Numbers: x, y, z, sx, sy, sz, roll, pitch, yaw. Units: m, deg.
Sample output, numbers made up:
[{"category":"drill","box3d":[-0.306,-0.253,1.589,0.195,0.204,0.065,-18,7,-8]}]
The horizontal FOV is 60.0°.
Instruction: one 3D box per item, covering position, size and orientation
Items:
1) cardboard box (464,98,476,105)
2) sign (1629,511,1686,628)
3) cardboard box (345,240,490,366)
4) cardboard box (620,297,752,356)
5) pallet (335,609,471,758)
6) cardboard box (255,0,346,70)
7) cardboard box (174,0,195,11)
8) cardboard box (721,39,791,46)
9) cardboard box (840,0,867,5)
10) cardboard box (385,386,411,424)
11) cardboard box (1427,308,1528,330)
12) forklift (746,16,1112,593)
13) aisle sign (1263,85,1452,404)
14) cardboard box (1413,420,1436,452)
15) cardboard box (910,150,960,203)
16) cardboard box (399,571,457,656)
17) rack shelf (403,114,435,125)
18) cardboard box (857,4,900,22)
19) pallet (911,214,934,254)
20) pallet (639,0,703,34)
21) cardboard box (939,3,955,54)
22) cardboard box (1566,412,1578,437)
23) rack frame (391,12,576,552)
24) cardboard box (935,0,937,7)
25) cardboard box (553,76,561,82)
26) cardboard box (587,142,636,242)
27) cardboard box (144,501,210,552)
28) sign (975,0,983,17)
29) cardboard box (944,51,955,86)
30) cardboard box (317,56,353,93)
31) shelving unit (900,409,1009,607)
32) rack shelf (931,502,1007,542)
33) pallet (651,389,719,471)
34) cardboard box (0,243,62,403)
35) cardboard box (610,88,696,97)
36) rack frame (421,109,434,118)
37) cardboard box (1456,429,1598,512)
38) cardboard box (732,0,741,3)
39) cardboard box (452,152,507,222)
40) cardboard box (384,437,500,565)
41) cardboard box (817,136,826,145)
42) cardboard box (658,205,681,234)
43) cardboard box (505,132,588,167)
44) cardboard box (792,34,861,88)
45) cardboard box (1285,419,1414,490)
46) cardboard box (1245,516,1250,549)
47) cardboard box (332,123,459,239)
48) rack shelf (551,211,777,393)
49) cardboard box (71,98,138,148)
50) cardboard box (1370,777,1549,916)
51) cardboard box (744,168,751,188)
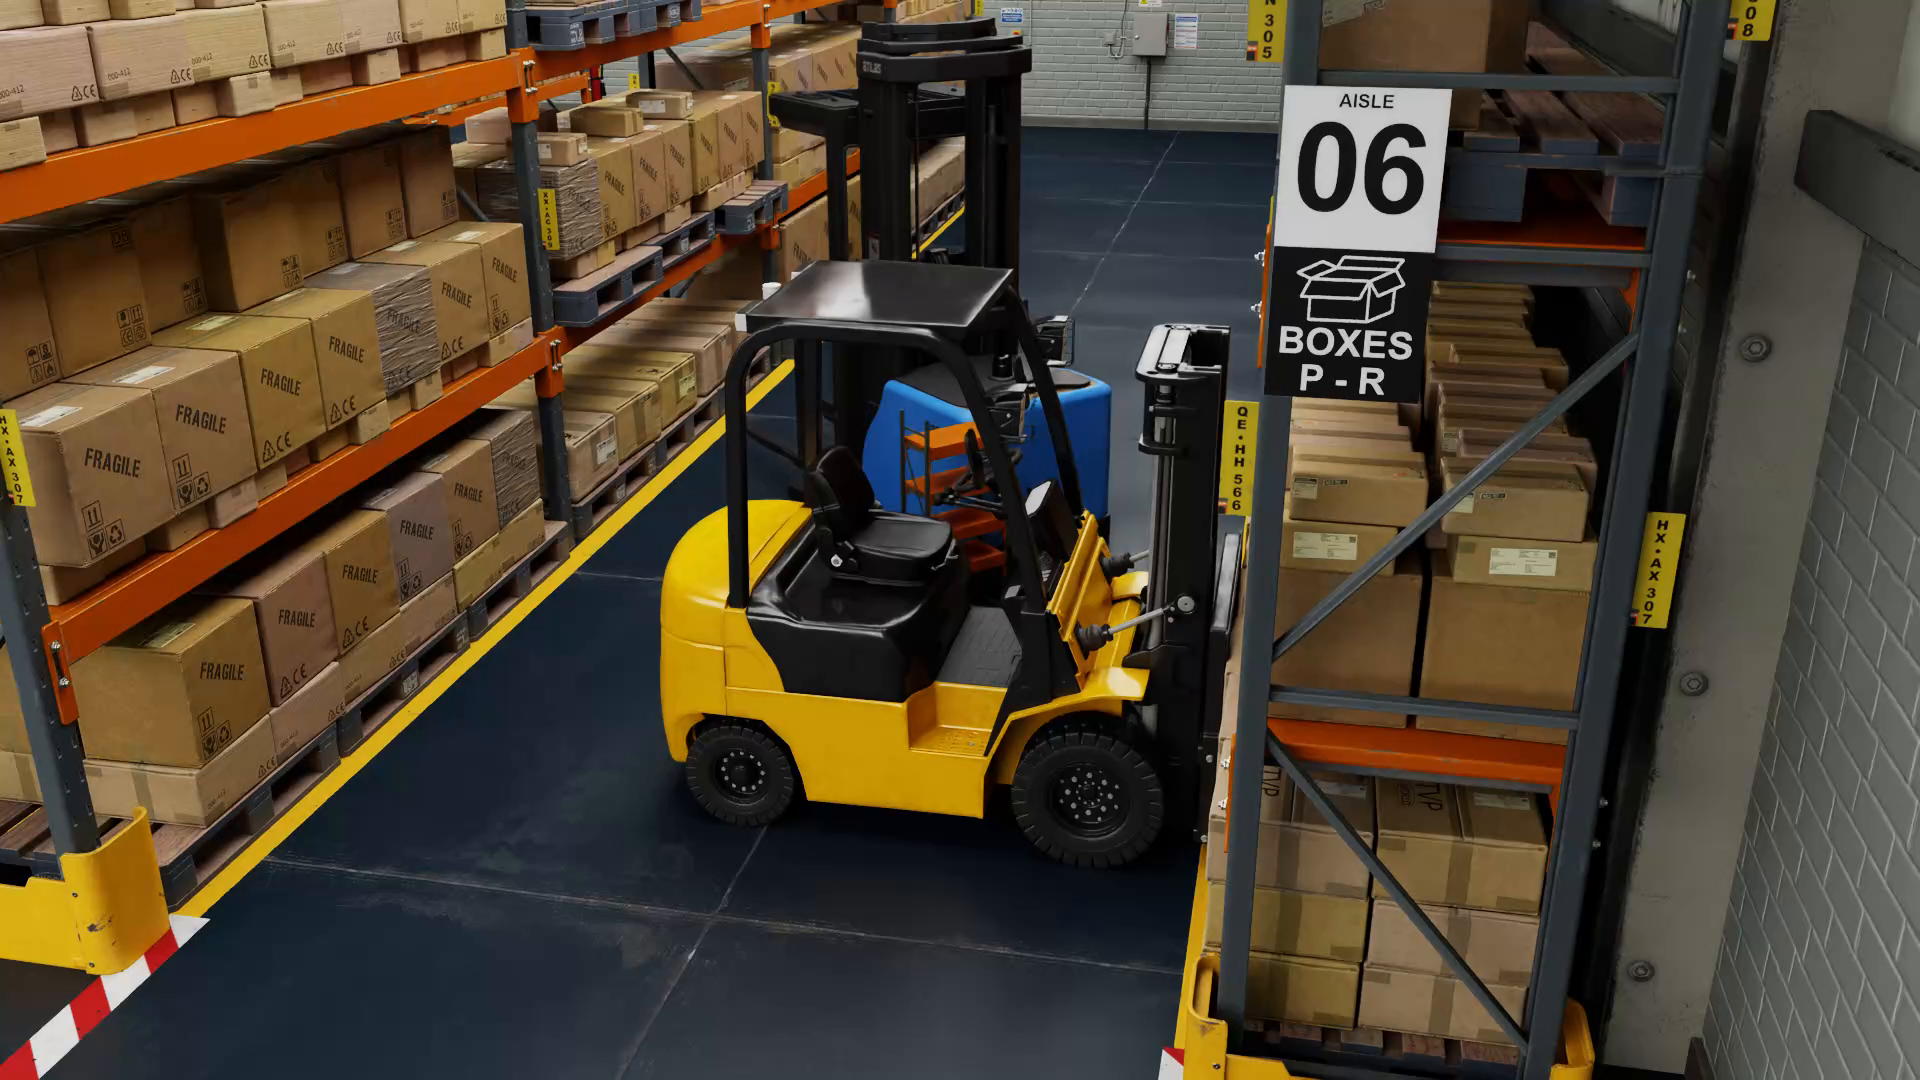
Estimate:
[{"category":"cardboard box","box3d":[-5.567,-4.895,18.329,0.380,0.149,0.250,3,22,9]},{"category":"sign","box3d":[1.830,0.080,4.375,0.100,0.325,0.005,4,22,11]},{"category":"cardboard box","box3d":[-2.701,-1.180,8.237,0.500,0.500,0.500,5,23,13]},{"category":"cardboard box","box3d":[-2.064,-1.599,12.764,0.950,0.372,0.625,3,22,7]},{"category":"pallet","box3d":[-3.105,0.623,8.023,1.003,0.211,1.213,4,22,11]},{"category":"cardboard box","box3d":[-2.891,-2.087,6.807,0.500,0.250,0.500,5,22,12]},{"category":"cardboard box","box3d":[-3.071,-2.026,6.124,0.380,0.149,0.250,4,22,11]},{"category":"cardboard box","box3d":[-1.775,-4.102,14.551,0.500,0.500,0.500,4,22,10]},{"category":"cardboard box","box3d":[-1.151,-5.418,16.952,0.380,0.149,0.250,4,22,11]},{"category":"cardboard box","box3d":[-2.808,-0.646,7.778,0.380,0.149,0.250,4,22,10]},{"category":"cardboard box","box3d":[1.960,-0.778,6.371,0.380,0.149,0.250,5,22,12]},{"category":"forklift","box3d":[-0.405,-1.567,9.822,1.130,2.935,3.031,-15,26,-32]},{"category":"aisle sign","box3d":[0.987,-0.730,4.172,0.394,0.787,0.004,4,22,11]},{"category":"cardboard box","box3d":[1.844,-0.109,5.975,0.500,0.500,0.500,4,22,10]},{"category":"cardboard box","box3d":[-0.522,-4.177,19.077,0.875,0.438,0.875,5,22,12]},{"category":"cardboard box","box3d":[-2.820,0.332,8.131,0.500,0.250,0.500,5,22,12]},{"category":"rack shelf","box3d":[-6.398,-3.567,15.658,1.077,0.370,4.000,4,22,11]},{"category":"cardboard box","box3d":[-0.805,-5.199,16.406,0.380,0.149,0.250,4,22,10]},{"category":"pallet","box3d":[-0.891,-3.270,17.692,1.003,0.211,1.213,4,22,11]},{"category":"pallet","box3d":[-2.317,-3.268,10.188,1.213,0.211,1.003,4,22,11]},{"category":"cardboard box","box3d":[-0.354,-5.696,18.510,0.500,0.500,0.500,4,22,11]},{"category":"cardboard box","box3d":[1.892,-0.344,5.690,0.380,0.149,0.250,5,22,11]},{"category":"rack frame","box3d":[-2.755,-1.366,9.230,1.000,3.000,0.127,4,22,11]},{"category":"cardboard box","box3d":[-0.463,-5.854,18.033,0.380,0.149,0.250,5,23,13]},{"category":"cardboard box","box3d":[-5.087,-5.657,20.221,0.380,0.149,0.250,4,22,10]},{"category":"cardboard box","box3d":[-2.277,-2.078,9.904,0.500,0.500,0.500,5,22,11]},{"category":"cardboard box","box3d":[-3.129,-0.079,6.372,0.380,0.149,0.250,4,22,9]},{"category":"sign","box3d":[0.222,-6.355,19.751,0.100,0.325,0.005,4,22,11]},{"category":"cardboard box","box3d":[-0.359,-5.233,18.699,0.500,0.500,0.500,5,22,12]},{"category":"cardboard box","box3d":[-2.881,-2.039,7.221,0.380,0.149,0.250,5,22,12]},{"category":"shelving unit","box3d":[-0.026,-0.108,8.515,0.503,1.200,0.258,-15,26,-33]},{"category":"rack shelf","box3d":[-0.026,-0.045,8.540,0.480,0.148,0.258,-15,26,-33]},{"category":"pallet","box3d":[-2.351,-0.805,11.570,1.003,0.211,1.213,4,22,11]},{"category":"cardboard box","box3d":[-3.681,-0.755,5.842,0.700,0.500,0.500,4,22,10]},{"category":"cardboard box","box3d":[-2.258,-3.061,12.345,0.500,0.500,0.500,4,22,9]},{"category":"rack frame","box3d":[-5.990,-4.632,17.340,1.000,3.000,0.127,4,22,11]},{"category":"cardboard box","box3d":[1.681,-0.210,4.961,0.380,0.149,0.250,5,23,13]},{"category":"cardboard box","box3d":[-1.798,-3.973,12.023,0.380,0.149,0.250,4,22,11]},{"category":"cardboard box","box3d":[-2.886,-1.932,9.541,0.500,0.500,0.500,4,22,10]},{"category":"cardboard box","box3d":[-2.716,-0.210,8.475,0.500,0.500,0.500,5,22,12]},{"category":"cardboard box","box3d":[-1.374,-3.528,14.130,0.500,0.250,0.500,4,22,11]},{"category":"cardboard box","box3d":[-2.040,-2.097,10.819,0.380,0.149,0.250,5,23,13]},{"category":"cardboard box","box3d":[-2.313,-2.191,9.317,0.380,0.149,0.250,4,22,11]},{"category":"cardboard box","box3d":[-1.189,-4.246,14.908,0.500,0.500,0.500,5,23,13]},{"category":"cardboard box","box3d":[1.175,-0.251,5.061,0.380,0.149,0.250,4,22,11]},{"category":"cardboard box","box3d":[1.584,-0.033,7.700,0.500,0.250,0.500,4,22,11]},{"category":"cardboard box","box3d":[-3.058,-1.870,8.611,0.700,0.500,0.500,4,22,10]},{"category":"rack shelf","box3d":[-2.347,-1.764,11.181,1.077,0.370,4.000,4,22,11]},{"category":"cardboard box","box3d":[-3.133,-1.472,5.814,0.380,0.149,0.250,5,22,12]},{"category":"cardboard box","box3d":[1.572,0.929,5.311,0.500,0.250,0.500,4,22,10]},{"category":"cardboard box","box3d":[-1.760,-2.666,12.232,0.380,0.149,0.250,5,22,12]}]
